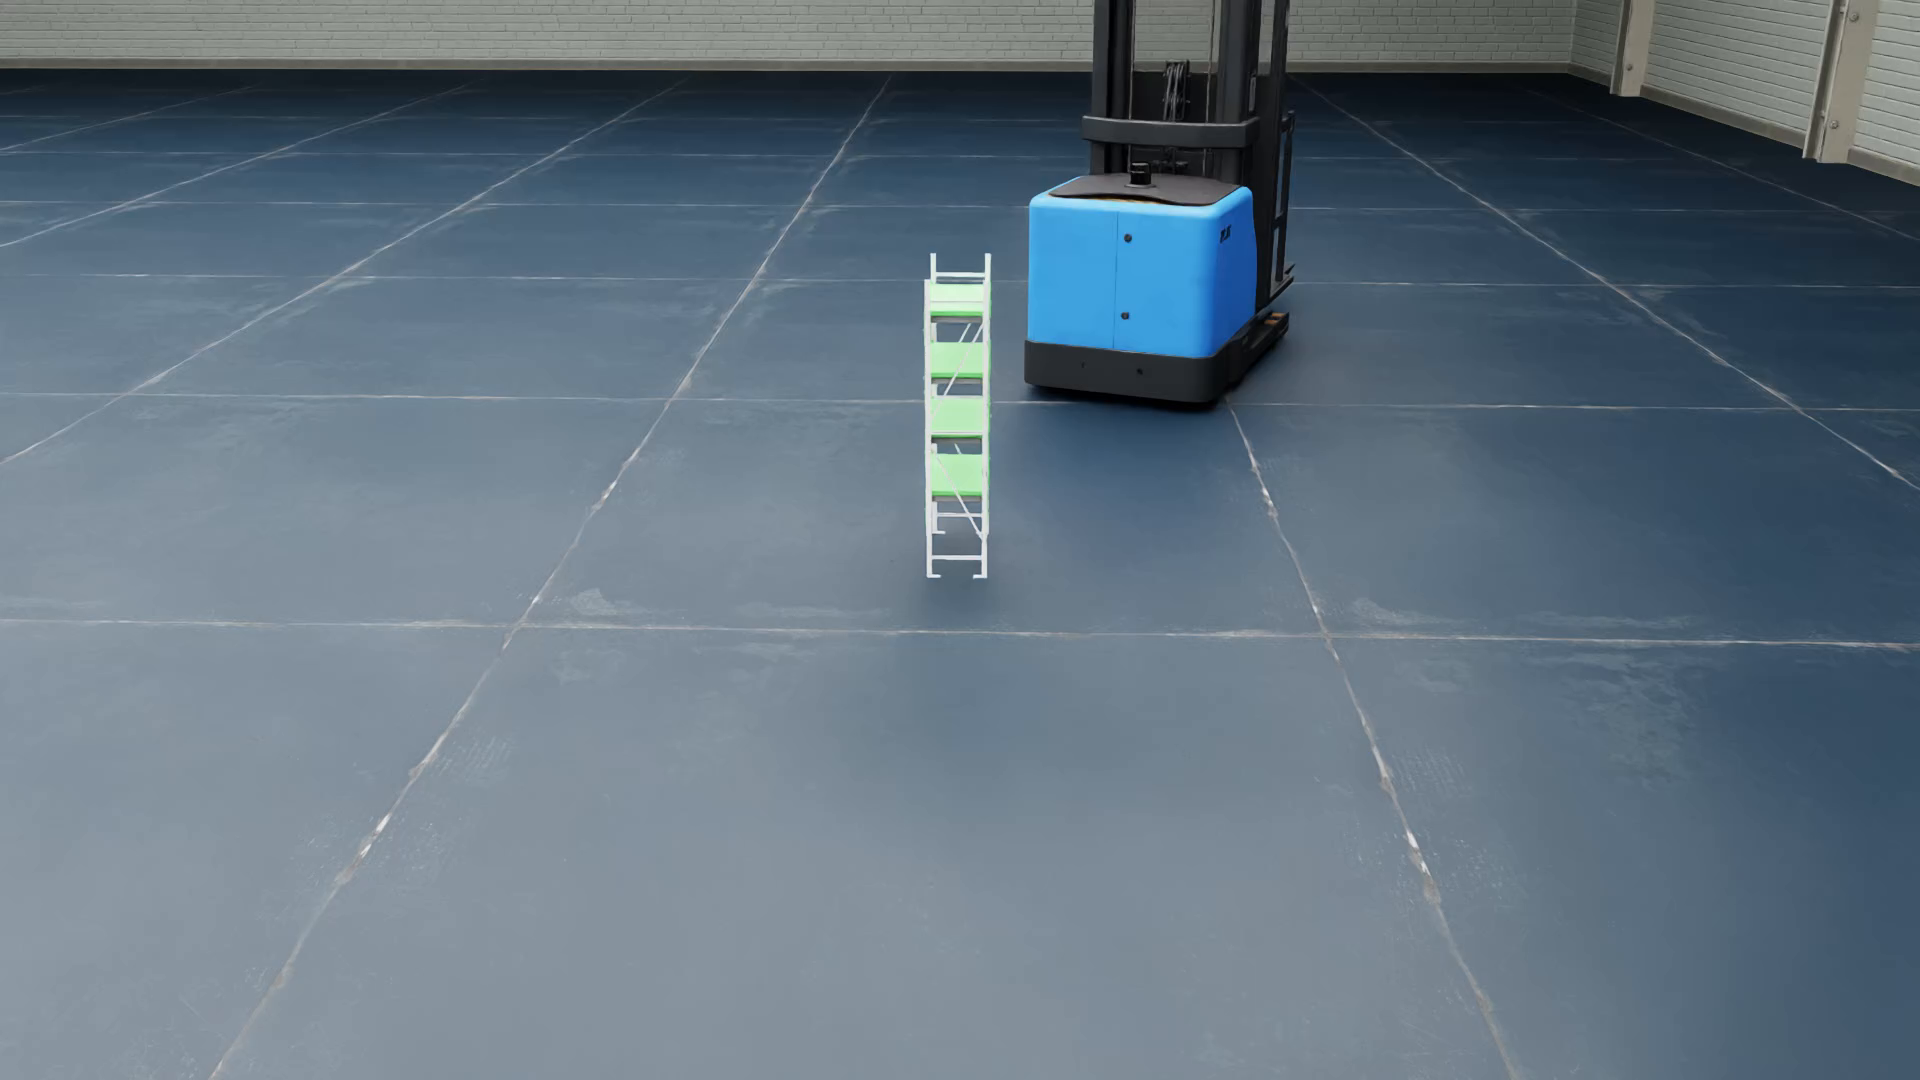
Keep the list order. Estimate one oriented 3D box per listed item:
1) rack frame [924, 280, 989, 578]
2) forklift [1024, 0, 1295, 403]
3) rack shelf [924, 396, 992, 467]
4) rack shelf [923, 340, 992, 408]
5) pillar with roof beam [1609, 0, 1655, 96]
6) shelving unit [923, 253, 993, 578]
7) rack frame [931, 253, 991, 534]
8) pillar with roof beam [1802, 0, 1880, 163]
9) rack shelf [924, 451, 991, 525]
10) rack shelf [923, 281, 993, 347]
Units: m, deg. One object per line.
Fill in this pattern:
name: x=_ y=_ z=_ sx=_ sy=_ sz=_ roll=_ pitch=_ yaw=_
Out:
rack frame: x=-0.012 y=-0.411 z=6.430 sx=0.240 sy=1.200 sz=0.015 roll=1 pitch=21 yaw=2
forklift: x=1.378 y=-2.581 z=9.630 sx=1.130 sy=2.935 sz=3.031 roll=8 pitch=23 yaw=21
rack shelf: x=-0.005 y=-0.440 z=6.681 sx=0.258 sy=0.148 sz=0.480 roll=1 pitch=21 yaw=2
rack shelf: x=-0.005 y=-0.664 z=6.594 sx=0.258 sy=0.148 sz=0.480 roll=1 pitch=21 yaw=2
pillar with roof beam: x=4.776 y=-10.316 z=21.177 sx=9.100 sy=9.000 sz=0.400 roll=1 pitch=21 yaw=2
shelving unit: x=-0.005 y=-0.500 z=6.658 sx=0.258 sy=1.200 sz=0.503 roll=1 pitch=21 yaw=2
rack frame: x=0.002 y=-0.588 z=6.885 sx=0.240 sy=1.200 sz=0.015 roll=1 pitch=21 yaw=2
pillar with roof beam: x=4.593 y=-8.147 z=15.586 sx=9.100 sy=9.000 sz=0.400 roll=1 pitch=21 yaw=2
rack shelf: x=-0.005 y=-0.216 z=6.768 sx=0.258 sy=0.148 sz=0.480 roll=1 pitch=21 yaw=2
rack shelf: x=-0.005 y=-0.887 z=6.507 sx=0.258 sy=0.148 sz=0.480 roll=1 pitch=21 yaw=2
